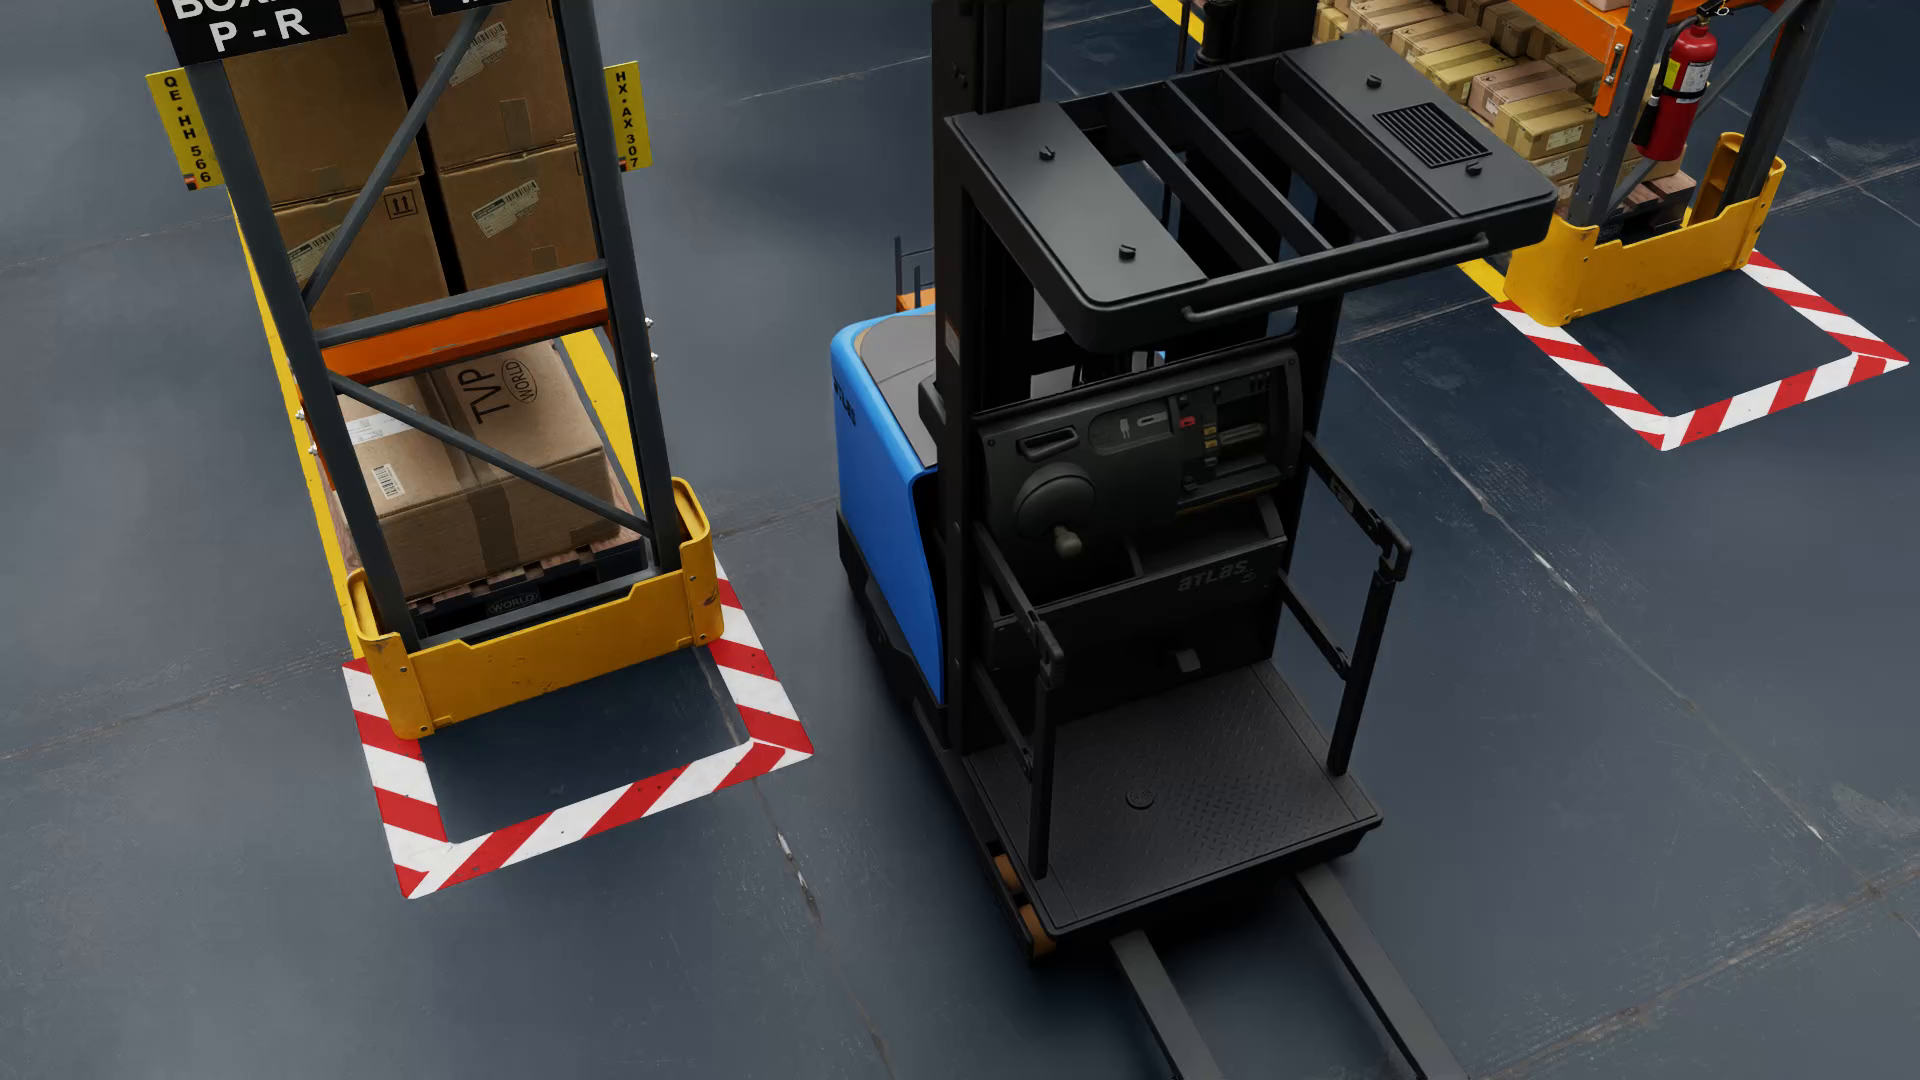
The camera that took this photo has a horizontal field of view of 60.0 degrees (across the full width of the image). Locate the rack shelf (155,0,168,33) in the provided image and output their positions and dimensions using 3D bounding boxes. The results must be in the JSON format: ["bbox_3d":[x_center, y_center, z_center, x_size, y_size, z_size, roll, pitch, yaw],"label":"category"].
[{"bbox_3d":[-2.272,-2.765,5.293,1.077,0.370,4.000,-18,47,-17],"label":"rack shelf"}]

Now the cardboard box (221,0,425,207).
[{"bbox_3d":[-1.850,-1.307,4.656,0.500,0.500,0.500,-17,47,-16],"label":"cardboard box"}]

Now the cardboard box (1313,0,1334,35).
[{"bbox_3d":[1.855,-2.691,8.360,0.380,0.149,0.250,-18,47,-17],"label":"cardboard box"}]

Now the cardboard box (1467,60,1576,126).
[{"bbox_3d":[2.512,-1.991,7.440,0.380,0.149,0.250,-17,47,-17],"label":"cardboard box"}]

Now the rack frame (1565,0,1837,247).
[{"bbox_3d":[3.018,-2.205,6.349,1.000,3.000,0.127,-18,47,-17],"label":"rack frame"}]

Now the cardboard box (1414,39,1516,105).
[{"bbox_3d":[2.287,-2.119,7.569,0.380,0.149,0.250,-19,48,-18],"label":"cardboard box"}]

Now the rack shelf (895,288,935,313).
[{"bbox_3d":[-0.073,-0.784,5.741,0.258,0.103,0.180,-16,47,-15],"label":"rack shelf"}]

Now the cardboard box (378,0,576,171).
[{"bbox_3d":[-1.374,-1.460,4.811,0.500,0.500,0.500,-19,48,-18],"label":"cardboard box"}]

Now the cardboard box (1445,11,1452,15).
[{"bbox_3d":[2.576,-2.513,8.180,0.380,0.149,0.250,-20,48,-19],"label":"cardboard box"}]

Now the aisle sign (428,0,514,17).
[{"bbox_3d":[-1.138,-1.644,3.930,0.394,0.787,0.004,-18,47,-17],"label":"aisle sign"}]

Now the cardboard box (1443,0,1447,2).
[{"bbox_3d":[2.534,-2.819,8.278,0.380,0.149,0.250,-17,47,-17],"label":"cardboard box"}]

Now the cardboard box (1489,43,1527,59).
[{"bbox_3d":[2.774,-2.372,8.037,0.380,0.149,0.250,-17,47,-16],"label":"cardboard box"}]

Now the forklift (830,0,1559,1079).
[{"bbox_3d":[0.580,-0.137,4.302,1.130,2.935,3.031,-16,47,-15],"label":"forklift"}]

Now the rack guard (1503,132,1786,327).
[{"bbox_3d":[2.986,-1.364,7.276,1.175,0.500,0.348,-18,47,-17],"label":"rack guard"}]

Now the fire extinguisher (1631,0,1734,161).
[{"bbox_3d":[2.705,-1.748,6.206,0.296,0.674,0.183,-18,47,-17],"label":"fire extinguisher"}]

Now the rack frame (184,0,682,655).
[{"bbox_3d":[-1.431,-0.679,4.802,1.000,3.000,0.127,-18,47,-17],"label":"rack frame"}]

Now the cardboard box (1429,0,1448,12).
[{"bbox_3d":[2.424,-2.674,8.343,0.380,0.149,0.250,-16,47,-15],"label":"cardboard box"}]

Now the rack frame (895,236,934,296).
[{"bbox_3d":[-0.107,-0.619,6.023,0.240,1.200,0.006,-16,47,-15],"label":"rack frame"}]

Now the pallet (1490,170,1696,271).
[{"bbox_3d":[2.676,-1.789,7.913,1.003,0.211,1.213,-18,47,-17],"label":"pallet"}]

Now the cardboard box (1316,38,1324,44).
[{"bbox_3d":[1.998,-2.419,8.297,0.380,0.149,0.250,-17,47,-17],"label":"cardboard box"}]

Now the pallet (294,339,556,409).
[{"bbox_3d":[-2.347,-0.949,7.062,1.003,0.211,1.213,-18,47,-17],"label":"pallet"}]

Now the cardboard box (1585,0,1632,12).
[{"bbox_3d":[2.624,-2.240,6.563,0.380,0.149,0.250,-18,47,-17],"label":"cardboard box"}]

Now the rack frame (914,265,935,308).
[{"bbox_3d":[-0.039,-0.499,5.902,0.240,1.200,0.006,-16,47,-15],"label":"rack frame"}]

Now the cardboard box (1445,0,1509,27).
[{"bbox_3d":[2.603,-2.637,8.095,0.380,0.149,0.250,-16,47,-16],"label":"cardboard box"}]

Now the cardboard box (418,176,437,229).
[{"bbox_3d":[-1.610,-1.419,5.482,0.500,0.500,0.500,-19,48,-18],"label":"cardboard box"}]

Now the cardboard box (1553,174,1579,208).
[{"bbox_3d":[2.607,-1.614,7.481,0.380,0.149,0.250,-17,47,-17],"label":"cardboard box"}]

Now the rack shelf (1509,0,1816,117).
[{"bbox_3d":[2.177,-3.224,7.894,1.077,0.370,4.000,-18,47,-17],"label":"rack shelf"}]

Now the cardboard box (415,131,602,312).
[{"bbox_3d":[-1.372,-1.105,5.163,0.500,0.500,0.500,-18,48,-18],"label":"cardboard box"}]

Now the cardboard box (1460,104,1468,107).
[{"bbox_3d":[2.317,-2.028,7.689,0.380,0.149,0.250,-20,48,-19],"label":"cardboard box"}]

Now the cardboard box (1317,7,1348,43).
[{"bbox_3d":[1.996,-2.523,8.191,0.380,0.149,0.250,-16,47,-15],"label":"cardboard box"}]

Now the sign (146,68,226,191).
[{"bbox_3d":[-1.929,-1.024,4.159,0.100,0.325,0.005,-18,47,-17],"label":"sign"}]

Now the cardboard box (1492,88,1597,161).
[{"bbox_3d":[2.565,-1.814,7.260,0.380,0.149,0.250,-18,47,-17],"label":"cardboard box"}]

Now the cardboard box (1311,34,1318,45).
[{"bbox_3d":[1.959,-2.602,8.482,0.380,0.149,0.250,-17,47,-16],"label":"cardboard box"}]

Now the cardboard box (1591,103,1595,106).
[{"bbox_3d":[2.966,-2.047,7.707,0.380,0.149,0.250,-18,47,-18],"label":"cardboard box"}]

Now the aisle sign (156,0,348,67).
[{"bbox_3d":[-1.682,-1.467,3.750,0.394,0.787,0.004,-18,47,-17],"label":"aisle sign"}]

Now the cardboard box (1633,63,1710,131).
[{"bbox_3d":[3.106,-1.986,7.434,0.380,0.149,0.250,-20,48,-19],"label":"cardboard box"}]

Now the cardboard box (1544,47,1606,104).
[{"bbox_3d":[2.880,-2.126,7.576,0.380,0.149,0.250,-17,47,-17],"label":"cardboard box"}]

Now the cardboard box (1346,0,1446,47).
[{"bbox_3d":[2.073,-2.457,7.912,0.380,0.149,0.250,-16,47,-16],"label":"cardboard box"}]

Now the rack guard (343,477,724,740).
[{"bbox_3d":[-1.421,0.226,5.665,1.175,0.500,0.348,-18,47,-17],"label":"rack guard"}]

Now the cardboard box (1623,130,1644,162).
[{"bbox_3d":[3.030,-1.855,7.514,0.380,0.149,0.250,-16,47,-16],"label":"cardboard box"}]

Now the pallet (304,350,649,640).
[{"bbox_3d":[-1.838,-0.173,6.275,1.003,0.211,1.213,-18,47,-17],"label":"pallet"}]

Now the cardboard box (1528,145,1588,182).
[{"bbox_3d":[2.537,-1.698,7.354,0.380,0.149,0.250,-19,48,-18],"label":"cardboard box"}]

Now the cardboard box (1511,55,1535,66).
[{"bbox_3d":[2.783,-2.176,7.839,0.380,0.149,0.250,-17,47,-17],"label":"cardboard box"}]

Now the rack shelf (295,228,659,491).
[{"bbox_3d":[-2.272,-1.697,6.347,1.077,0.370,4.000,-18,47,-17],"label":"rack shelf"}]

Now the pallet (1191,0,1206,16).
[{"bbox_3d":[1.650,-3.344,9.489,1.003,0.211,1.213,-18,47,-17],"label":"pallet"}]

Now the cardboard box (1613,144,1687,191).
[{"bbox_3d":[3.088,-1.768,7.637,0.380,0.149,0.250,-17,47,-17],"label":"cardboard box"}]

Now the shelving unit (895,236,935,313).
[{"bbox_3d":[-0.073,-0.559,5.962,0.258,1.200,0.189,-16,47,-15],"label":"shelving unit"}]

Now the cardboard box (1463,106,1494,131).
[{"bbox_3d":[2.476,-1.880,7.539,0.380,0.149,0.250,-19,48,-18],"label":"cardboard box"}]

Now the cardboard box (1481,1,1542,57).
[{"bbox_3d":[2.711,-2.458,7.913,0.380,0.149,0.250,-20,48,-19],"label":"cardboard box"}]

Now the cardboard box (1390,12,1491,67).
[{"bbox_3d":[2.236,-2.302,7.755,0.380,0.149,0.250,-20,48,-19],"label":"cardboard box"}]

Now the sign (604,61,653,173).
[{"bbox_3d":[-0.925,-1.175,4.633,0.100,0.325,0.005,-18,47,-17],"label":"sign"}]

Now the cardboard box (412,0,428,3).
[{"bbox_3d":[-1.329,-1.609,4.500,0.380,0.149,0.250,-17,47,-17],"label":"cardboard box"}]

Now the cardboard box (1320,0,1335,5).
[{"bbox_3d":[1.926,-2.816,8.276,0.380,0.149,0.250,-18,47,-17],"label":"cardboard box"}]

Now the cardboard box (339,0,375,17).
[{"bbox_3d":[-1.764,-1.471,4.360,0.380,0.149,0.250,-17,47,-17],"label":"cardboard box"}]

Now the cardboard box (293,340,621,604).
[{"bbox_3d":[-1.799,-0.307,5.951,0.875,0.438,0.875,-20,48,-19],"label":"cardboard box"}]

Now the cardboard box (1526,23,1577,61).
[{"bbox_3d":[2.891,-2.324,7.777,0.380,0.149,0.250,-18,47,-18],"label":"cardboard box"}]

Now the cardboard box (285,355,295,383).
[{"bbox_3d":[-2.192,-0.888,6.540,0.875,0.438,0.875,-17,47,-16],"label":"cardboard box"}]

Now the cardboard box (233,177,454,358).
[{"bbox_3d":[-1.874,-0.944,5.000,0.500,0.500,0.500,-18,47,-17],"label":"cardboard box"}]

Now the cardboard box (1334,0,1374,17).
[{"bbox_3d":[2.062,-2.658,8.115,0.380,0.149,0.250,-20,48,-19],"label":"cardboard box"}]
